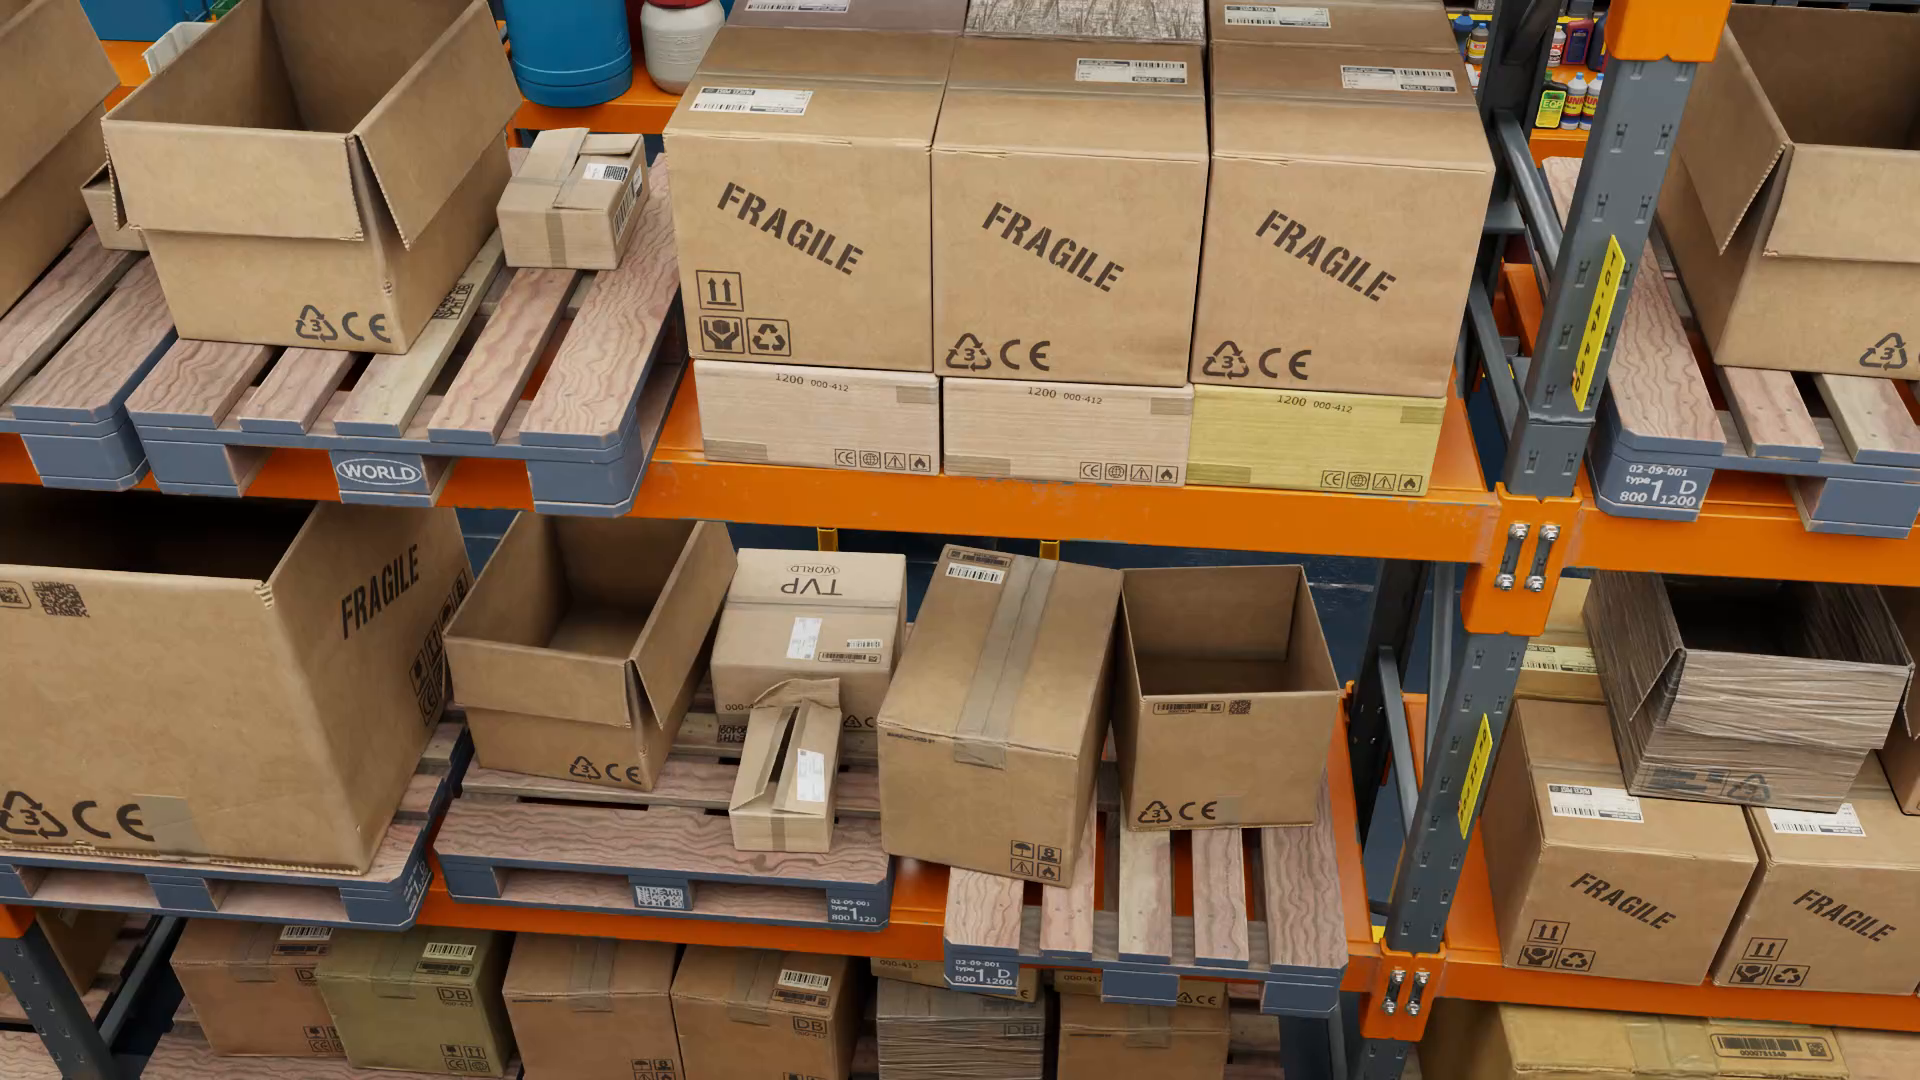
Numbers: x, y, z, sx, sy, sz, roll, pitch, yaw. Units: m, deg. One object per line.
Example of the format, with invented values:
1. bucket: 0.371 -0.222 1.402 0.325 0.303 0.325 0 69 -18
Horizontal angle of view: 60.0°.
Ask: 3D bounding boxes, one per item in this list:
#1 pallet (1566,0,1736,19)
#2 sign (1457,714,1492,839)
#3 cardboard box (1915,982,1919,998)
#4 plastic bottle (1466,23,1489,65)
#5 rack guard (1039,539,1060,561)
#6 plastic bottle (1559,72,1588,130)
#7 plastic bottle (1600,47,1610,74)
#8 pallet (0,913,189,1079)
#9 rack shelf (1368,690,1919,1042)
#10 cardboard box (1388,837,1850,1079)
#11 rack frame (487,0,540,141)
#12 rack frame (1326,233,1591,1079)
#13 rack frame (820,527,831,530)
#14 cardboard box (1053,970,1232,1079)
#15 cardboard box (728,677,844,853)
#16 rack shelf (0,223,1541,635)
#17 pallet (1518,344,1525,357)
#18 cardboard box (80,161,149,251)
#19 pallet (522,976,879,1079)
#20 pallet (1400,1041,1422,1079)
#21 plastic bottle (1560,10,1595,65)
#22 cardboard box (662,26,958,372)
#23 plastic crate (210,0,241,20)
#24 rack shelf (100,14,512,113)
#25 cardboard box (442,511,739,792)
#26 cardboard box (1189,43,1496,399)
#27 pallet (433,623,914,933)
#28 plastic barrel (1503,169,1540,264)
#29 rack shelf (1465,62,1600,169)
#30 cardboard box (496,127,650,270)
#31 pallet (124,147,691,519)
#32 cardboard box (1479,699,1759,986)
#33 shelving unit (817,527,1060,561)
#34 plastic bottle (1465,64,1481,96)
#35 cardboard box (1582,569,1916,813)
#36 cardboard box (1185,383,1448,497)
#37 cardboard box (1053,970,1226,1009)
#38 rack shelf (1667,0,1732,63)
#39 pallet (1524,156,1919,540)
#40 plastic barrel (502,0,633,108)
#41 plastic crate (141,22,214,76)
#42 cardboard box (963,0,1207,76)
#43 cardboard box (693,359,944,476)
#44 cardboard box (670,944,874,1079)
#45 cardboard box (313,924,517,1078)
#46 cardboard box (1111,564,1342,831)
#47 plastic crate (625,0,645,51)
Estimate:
1. pallet: 5.256 -4.327 12.899 1.213 0.211 1.003 3 39 4
2. sign: 1.189 0.548 3.847 0.005 0.325 0.100 3 39 4
3. cardboard box: 2.712 0.835 4.268 0.500 0.500 0.500 2 39 3
4. plastic bottle: 2.728 -2.614 8.743 0.097 0.201 0.097 0 39 0
5. rack guard: 0.420 -0.074 7.643 0.087 0.250 0.587 3 39 4
6. plastic bottle: 2.994 -2.146 8.112 0.097 0.271 0.097 0 39 0
7. plastic bottle: 3.404 -2.529 8.573 0.133 0.283 0.061 3 39 4
8. pallet: -3.431 1.473 5.773 1.213 0.211 1.003 3 39 4
9. rack shelf: 3.219 1.012 4.700 4.000 0.370 1.077 3 39 4
10. cardboard box: 1.912 1.336 5.083 0.875 0.875 1.225 1 39 2
11. rack frame: -2.331 -2.709 8.702 0.127 3.000 1.000 3 39 4
12. rack frame: 1.226 0.624 4.607 0.127 3.000 1.000 3 39 4
13. rack frame: -0.591 -0.614 7.316 0.032 1.500 0.500 3 39 4
14. cardboard box: 0.557 1.399 5.287 0.500 0.500 0.700 1 39 1
15. cardboard box: -0.458 0.592 4.420 0.258 0.266 0.396 2 39 3
16. rack shelf: -0.766 -0.369 4.021 4.000 0.370 1.077 3 39 4
17. pallet: 3.655 -1.325 9.210 1.213 0.211 1.003 3 39 4
18. cardboard box: -1.814 -0.880 3.852 0.258 0.266 0.396 4 39 5
19. pallet: -0.764 1.594 5.624 1.213 0.211 1.003 3 39 4
20. pallet: 2.005 1.796 5.376 1.213 0.211 1.003 3 39 4
21. plastic bottle: 3.232 -2.630 8.697 0.133 0.283 0.061 3 39 4
22. cardboard box: -0.274 -0.698 3.380 0.500 0.500 0.500 4 39 5
23. plastic crate: -3.659 -2.878 9.078 0.662 0.188 0.450 3 39 4
24. rack shelf: -4.324 -2.539 9.063 4.000 0.370 1.077 3 39 4
25. cardboard box: -1.024 0.240 4.665 0.637 0.503 0.797 7 40 8
26. cardboard box: 0.729 -0.641 3.309 0.500 0.500 0.500 4 39 5
27. pallet: -0.749 0.616 4.768 1.213 0.211 1.003 3 39 4
28. plastic barrel: 3.268 -1.641 8.968 0.708 0.588 0.600 3 39 4
29. rack shelf: 3.646 -2.103 8.527 4.000 0.370 1.077 3 39 4
30. cardboard box: -0.882 -0.790 3.821 0.250 0.166 0.380 2 39 3
31. pallet: -1.119 -0.529 3.796 1.003 0.211 1.213 3 39 4
32. cardboard box: 1.687 0.783 4.333 0.500 0.500 0.500 4 39 5
33. shelving unit: -0.076 -0.586 7.282 1.083 1.500 0.587 3 39 4
34. plastic bottle: 2.518 -2.191 8.164 0.135 0.276 0.152 3 39 4
35. cardboard box: 1.953 0.246 4.197 0.637 0.503 0.797 4 39 5
36. cardboard box: 0.732 -0.353 3.550 0.500 0.250 0.500 3 39 4
37. cardboard box: 0.556 1.114 5.042 0.500 0.250 0.500 5 39 6
38. rack shelf: 3.219 -1.160 2.933 4.000 0.370 1.077 3 39 4
39. pallet: 1.872 -0.464 3.718 1.003 0.211 1.213 5 39 6
40. plastic barrel: -1.973 -2.692 8.284 0.708 0.901 0.600 3 39 4
41. plastic crate: -3.971 -2.536 8.698 0.437 0.136 0.530 3 39 4
42. cardboard box: 0.275 -0.989 3.738 0.500 0.500 0.500 3 39 4
43. cardboard box: -0.264 -0.400 3.608 0.500 0.250 0.500 4 39 5
44. cardboard box: -0.562 1.350 5.347 0.500 0.500 0.700 6 40 8
45. cardboard box: -1.675 1.290 5.421 0.500 0.500 0.700 3 39 4
46. cardboard box: 0.685 0.418 4.448 0.500 0.500 0.500 -1 39 -2
47. plastic crate: -1.823 -2.900 8.886 0.583 0.464 0.402 3 39 4
